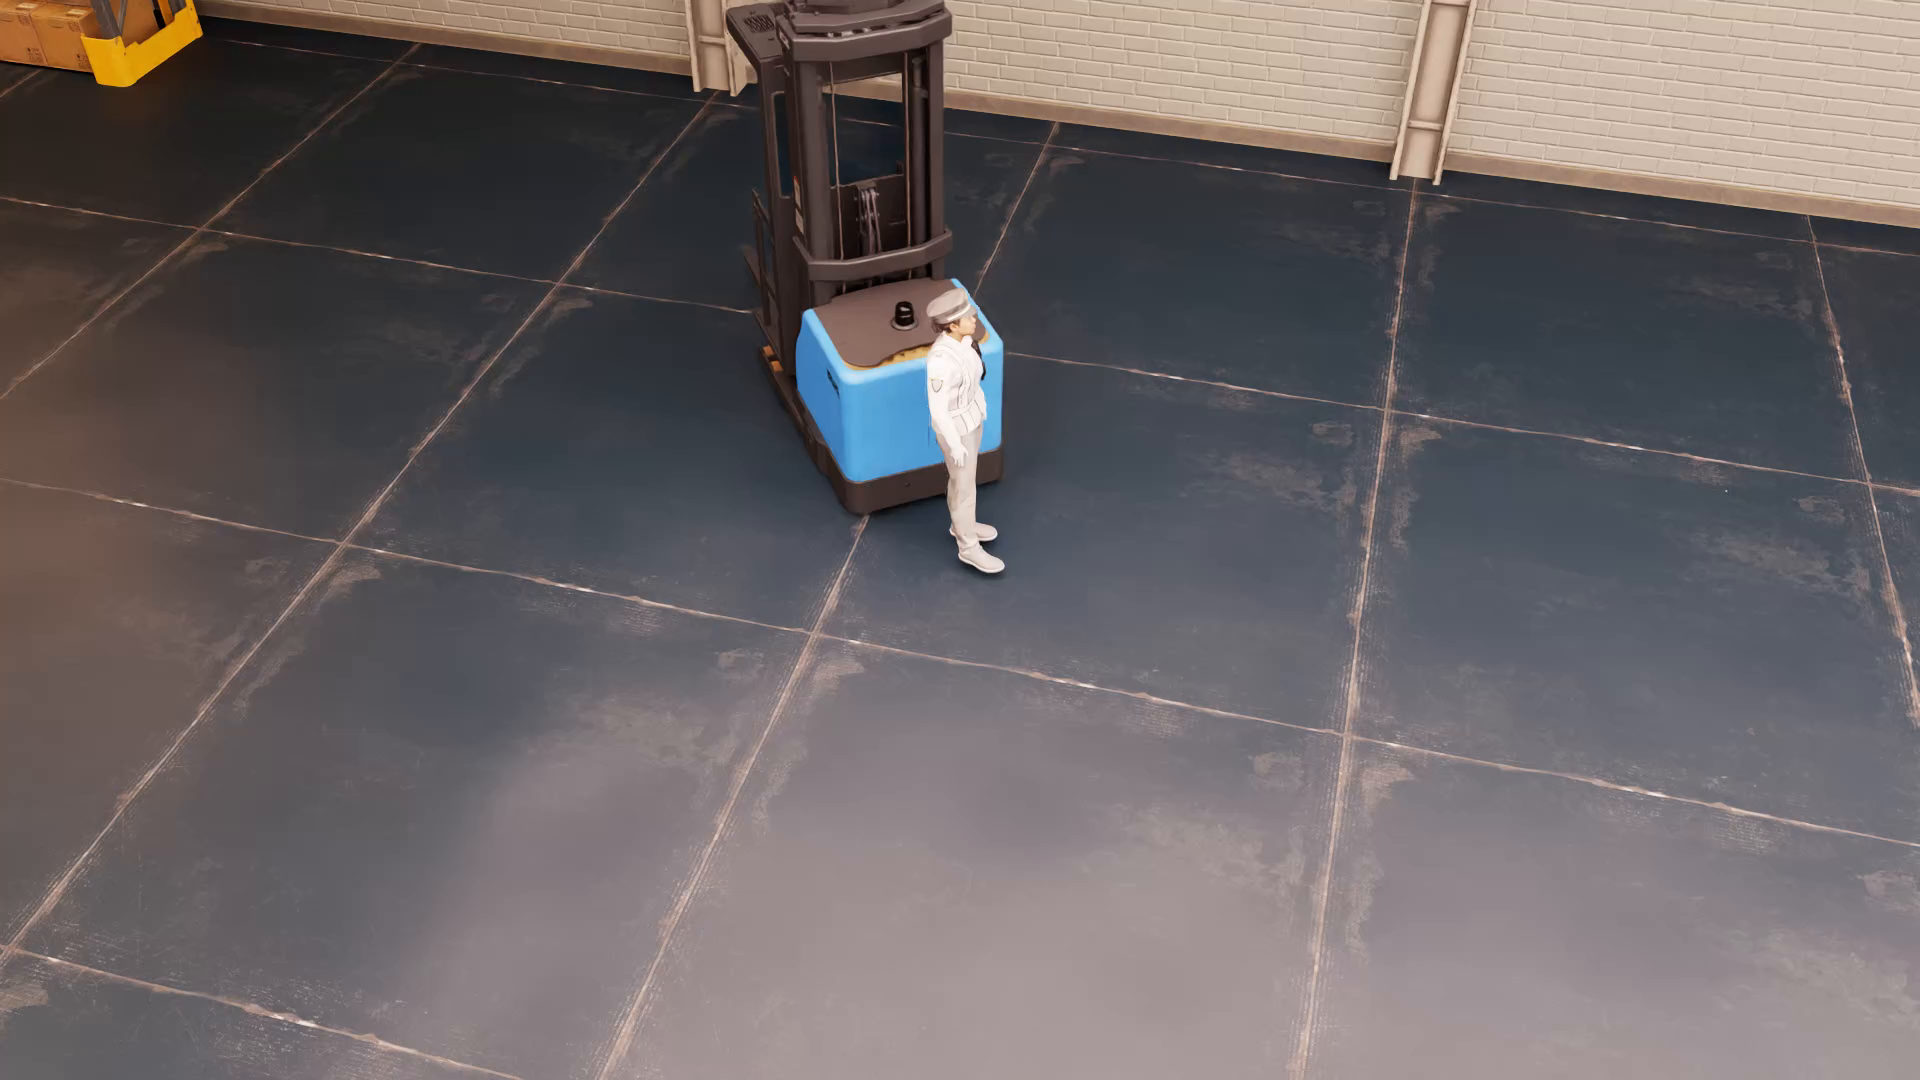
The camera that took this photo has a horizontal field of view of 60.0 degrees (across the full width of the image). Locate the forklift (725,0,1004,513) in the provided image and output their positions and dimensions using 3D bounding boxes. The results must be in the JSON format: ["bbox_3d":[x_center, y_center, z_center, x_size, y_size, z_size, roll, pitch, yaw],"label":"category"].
[{"bbox_3d":[-0.737,-2.245,10.422,1.130,2.935,3.031,-15,43,-16],"label":"forklift"}]

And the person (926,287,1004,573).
[{"bbox_3d":[0.064,-0.656,9.477,0.529,1.694,0.586,10,42,11],"label":"person"}]
